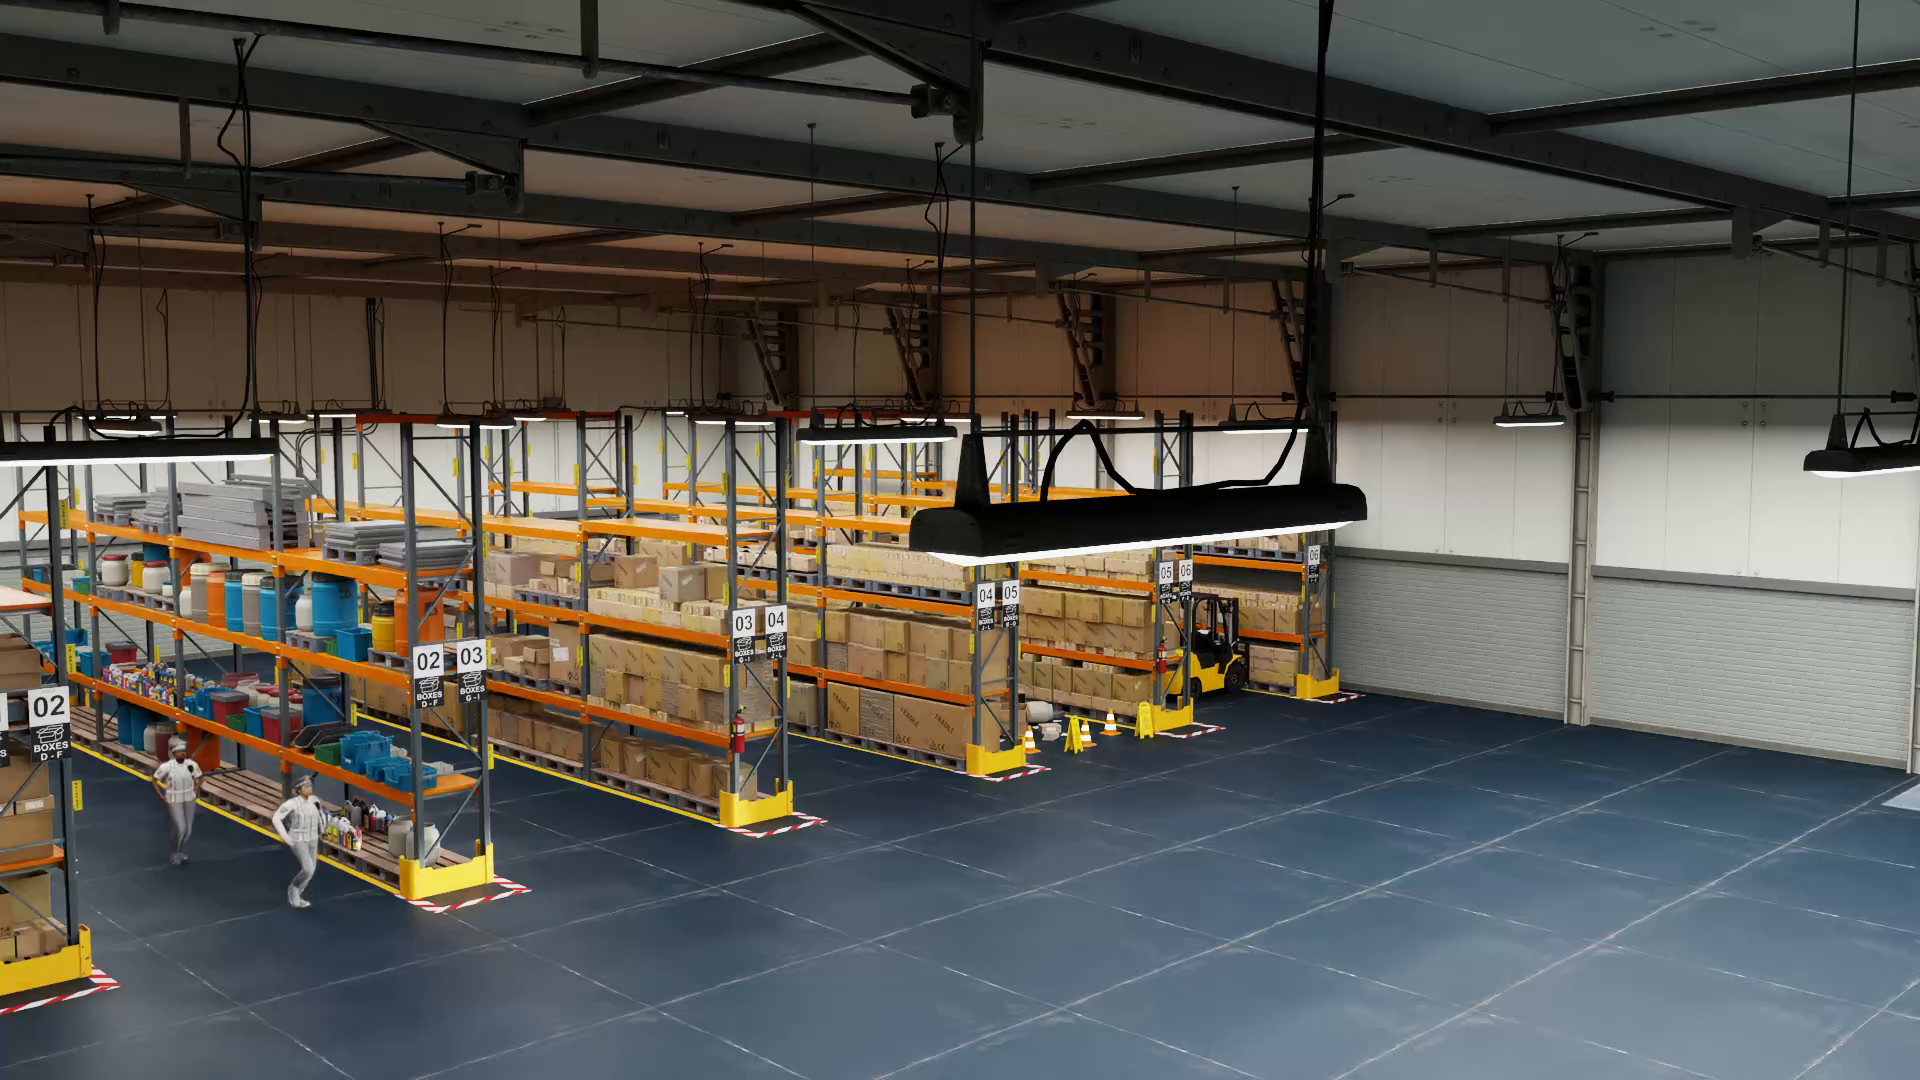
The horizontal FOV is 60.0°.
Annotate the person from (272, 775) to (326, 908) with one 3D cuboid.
[{"bbox_3d":[-8.072,3.712,20.502,0.534,1.656,0.670,3,6,30],"label":"person"}]

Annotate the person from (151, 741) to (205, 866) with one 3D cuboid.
[{"bbox_3d":[-10.513,3.542,22.463,0.577,1.692,0.634,5,7,44],"label":"person"}]

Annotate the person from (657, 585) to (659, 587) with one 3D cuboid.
[{"bbox_3d":[-8.120,1.720,43.941,0.784,1.675,0.697,-2,5,-23],"label":"person"}]
